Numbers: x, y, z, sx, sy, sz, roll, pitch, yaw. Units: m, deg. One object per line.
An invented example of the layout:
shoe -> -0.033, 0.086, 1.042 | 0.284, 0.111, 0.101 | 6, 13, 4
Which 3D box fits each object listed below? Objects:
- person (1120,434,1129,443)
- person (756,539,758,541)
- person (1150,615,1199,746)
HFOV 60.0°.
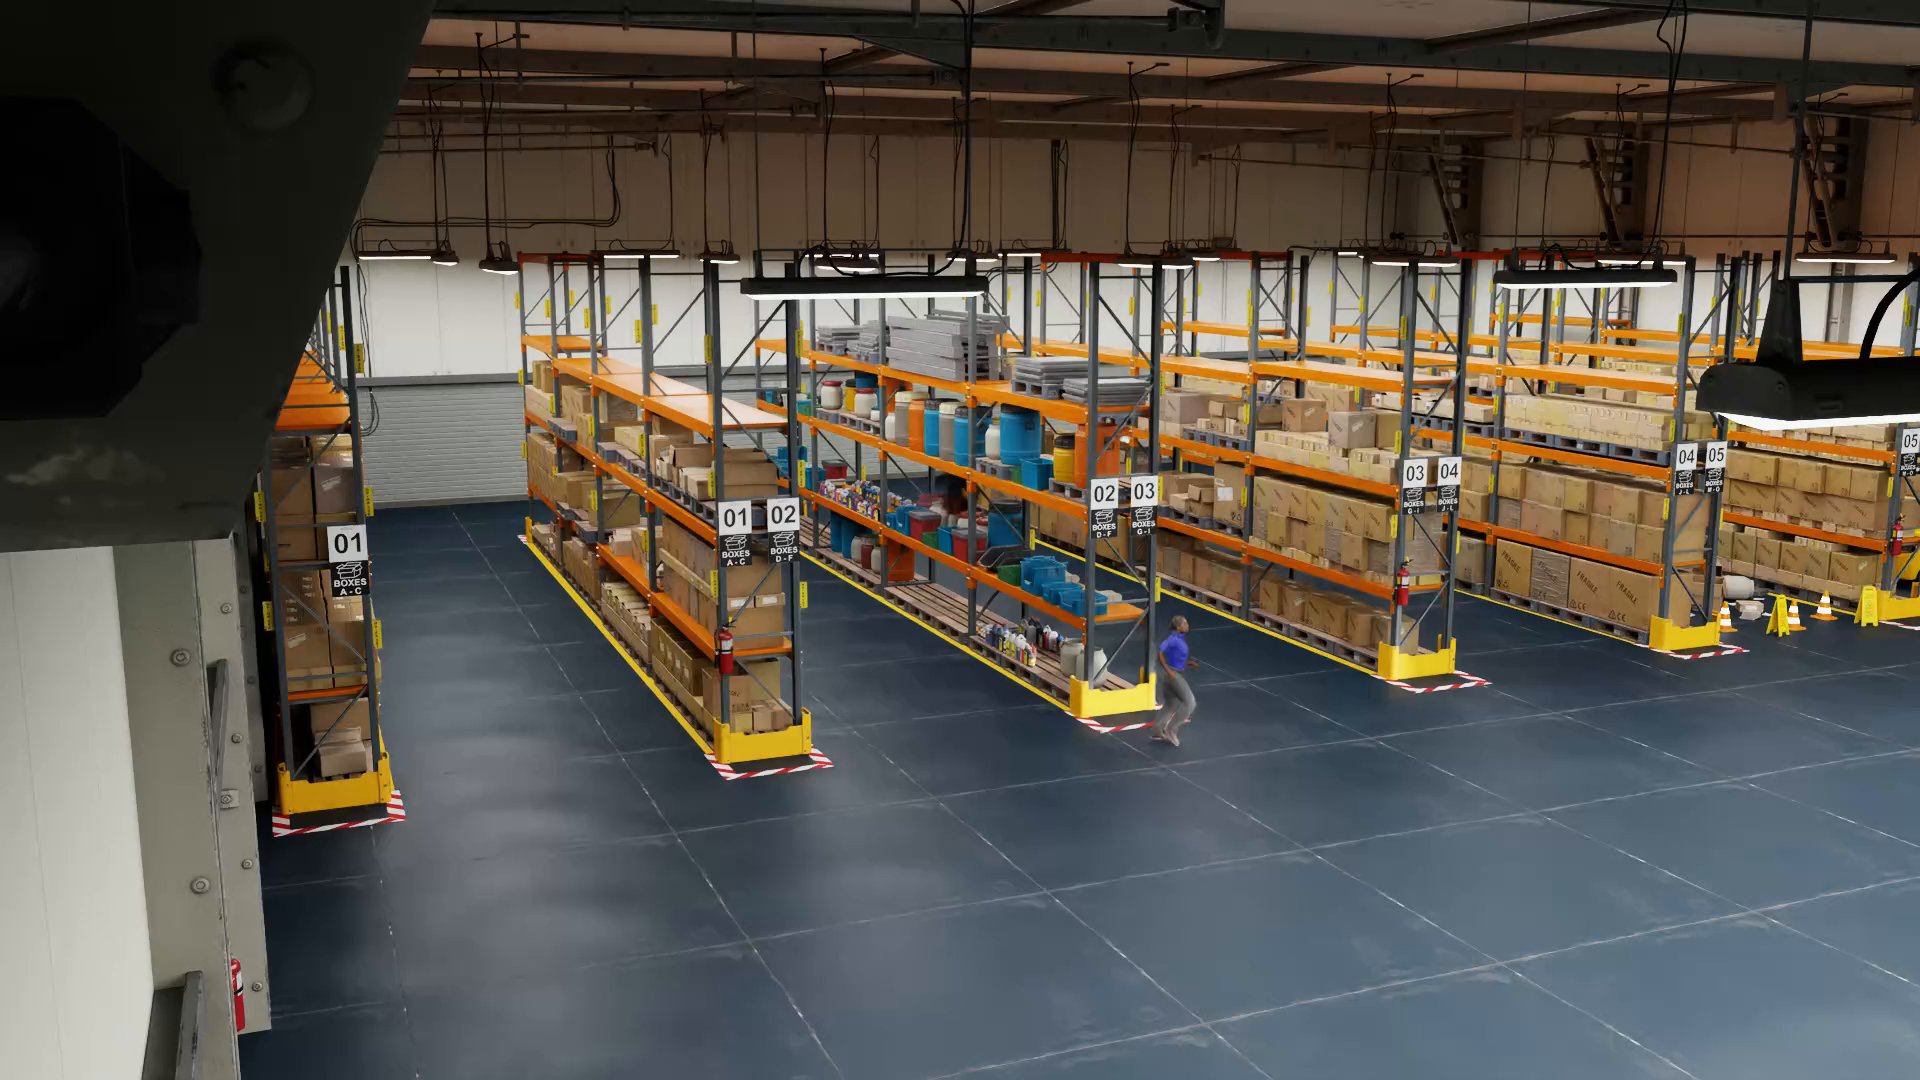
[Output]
person -> 3.864, -1.994, 41.198 | 0.672, 1.703, 0.726 | -5, 12, -27
person -> -3.945, -0.108, 30.627 | 0.683, 1.808, 0.845 | -6, 12, -29
person -> 2.699, 1.769, 20.907 | 0.600, 1.646, 0.586 | 2, 11, 10
